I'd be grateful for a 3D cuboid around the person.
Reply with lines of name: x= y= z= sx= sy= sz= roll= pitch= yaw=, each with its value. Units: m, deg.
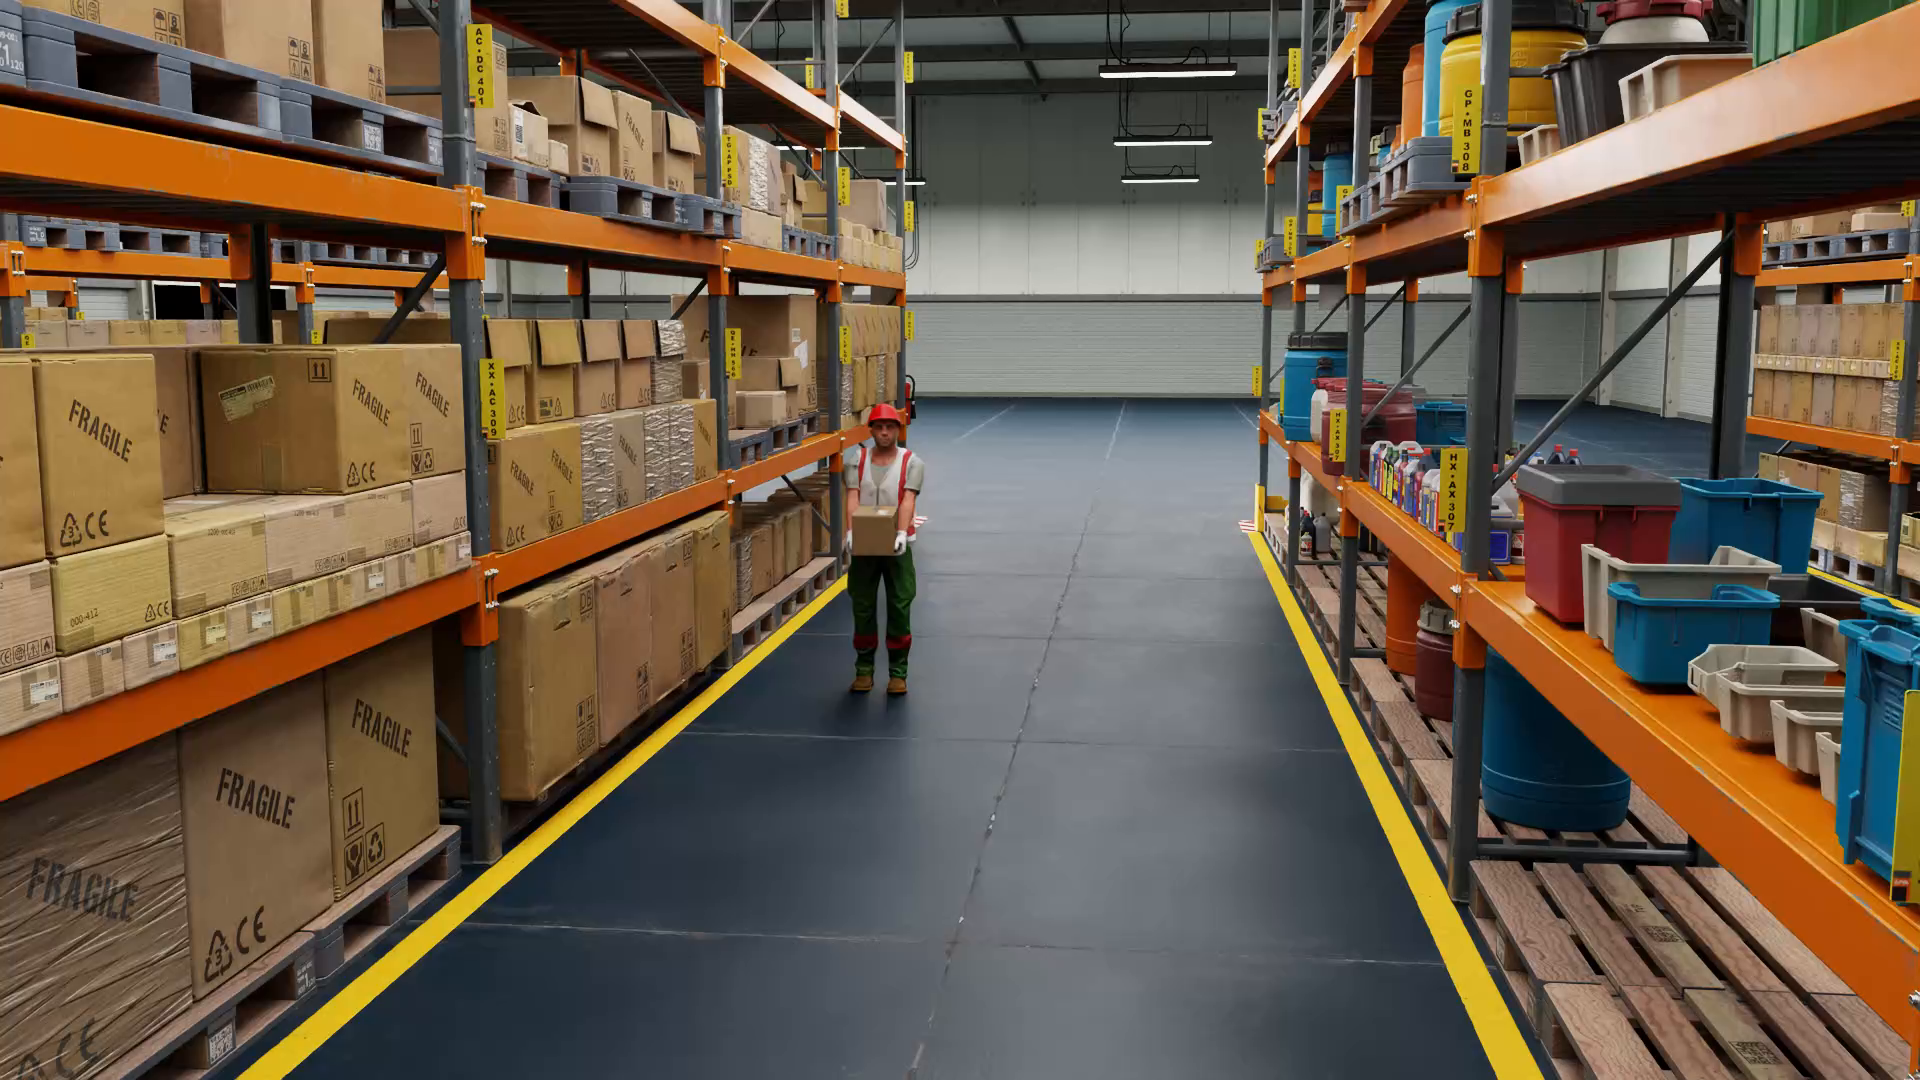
person: x=-0.480 y=0.058 z=10.257 sx=0.495 sy=1.786 sz=0.553 roll=1 pitch=8 yaw=6
